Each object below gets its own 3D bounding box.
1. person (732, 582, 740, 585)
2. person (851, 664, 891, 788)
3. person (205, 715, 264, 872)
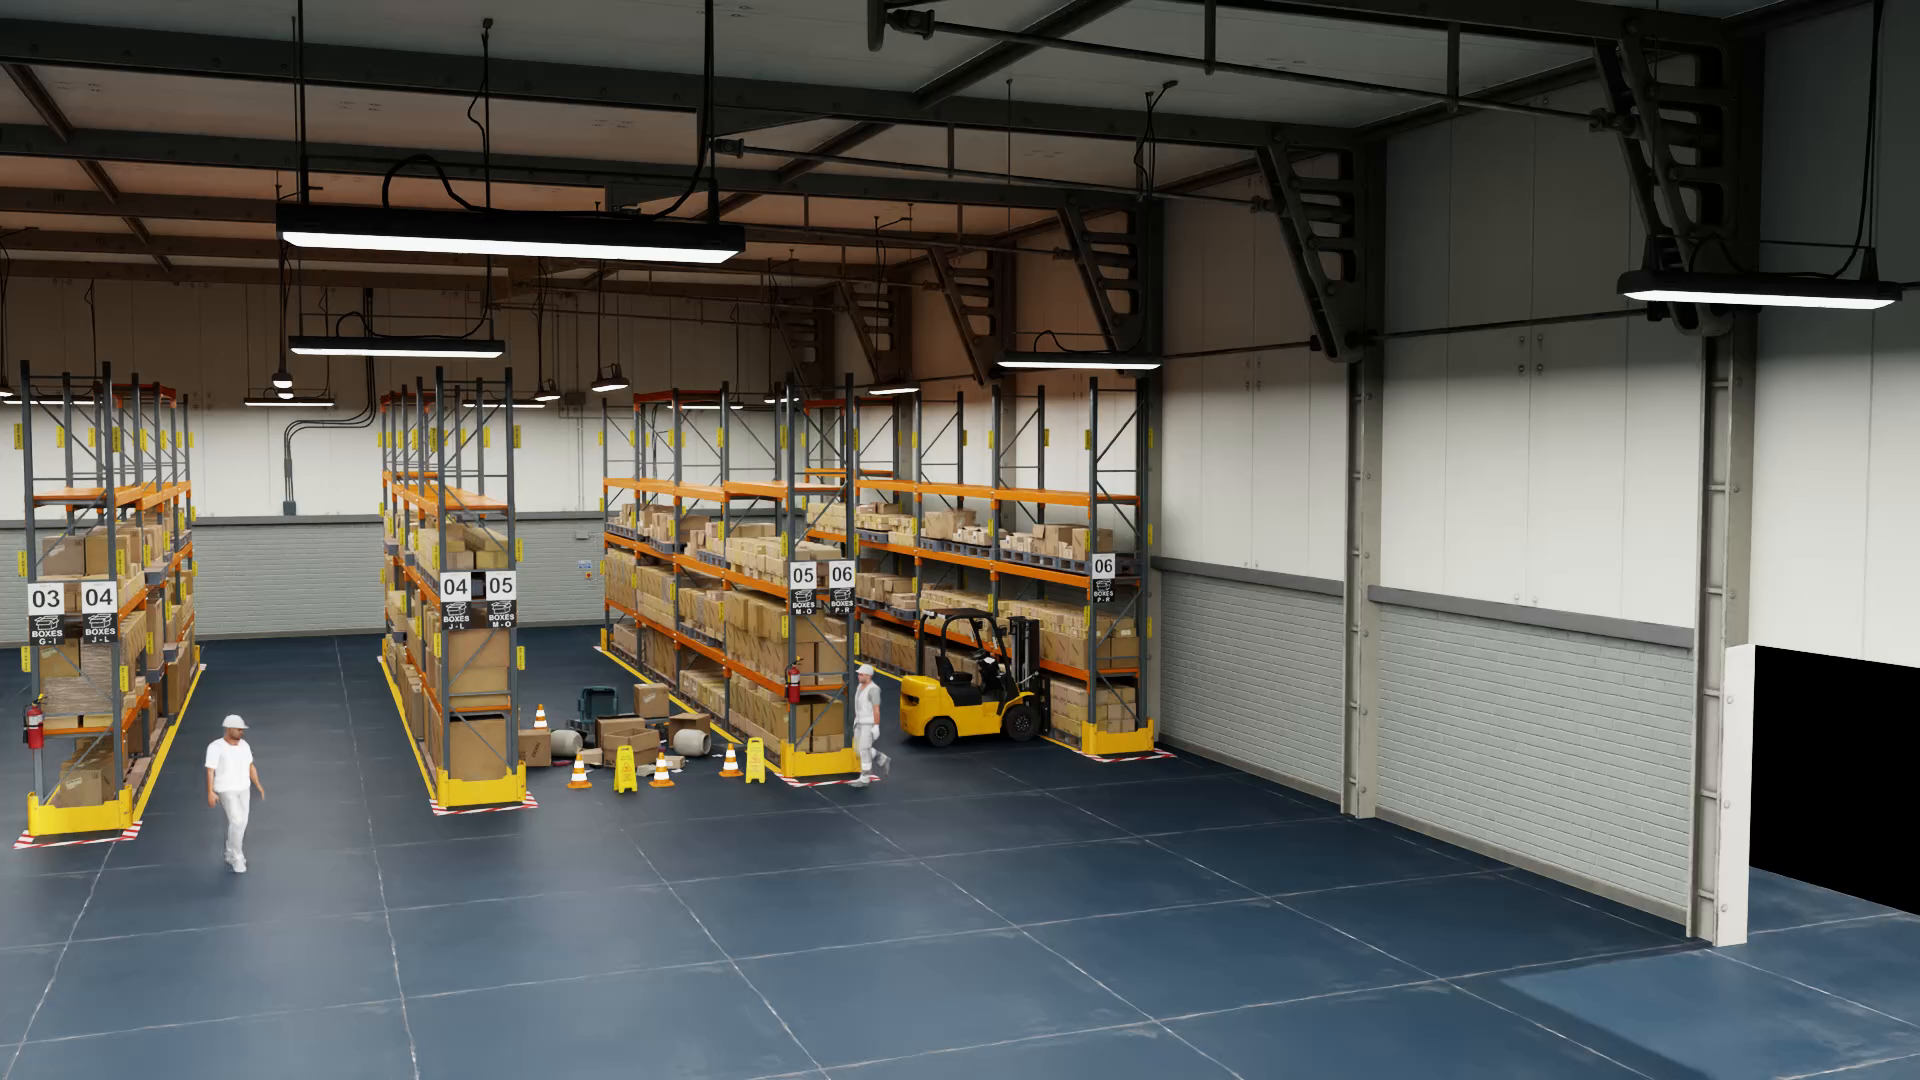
[{"bbox_3d":[-5.461,1.735,40.847,0.640,1.662,0.493,-1,4,-13],"label":"person"},{"bbox_3d":[-1.293,2.670,24.071,0.714,1.775,0.638,-2,4,-29],"label":"person"},{"bbox_3d":[-8.470,2.973,19.493,0.532,1.837,0.599,1,4,22],"label":"person"}]
